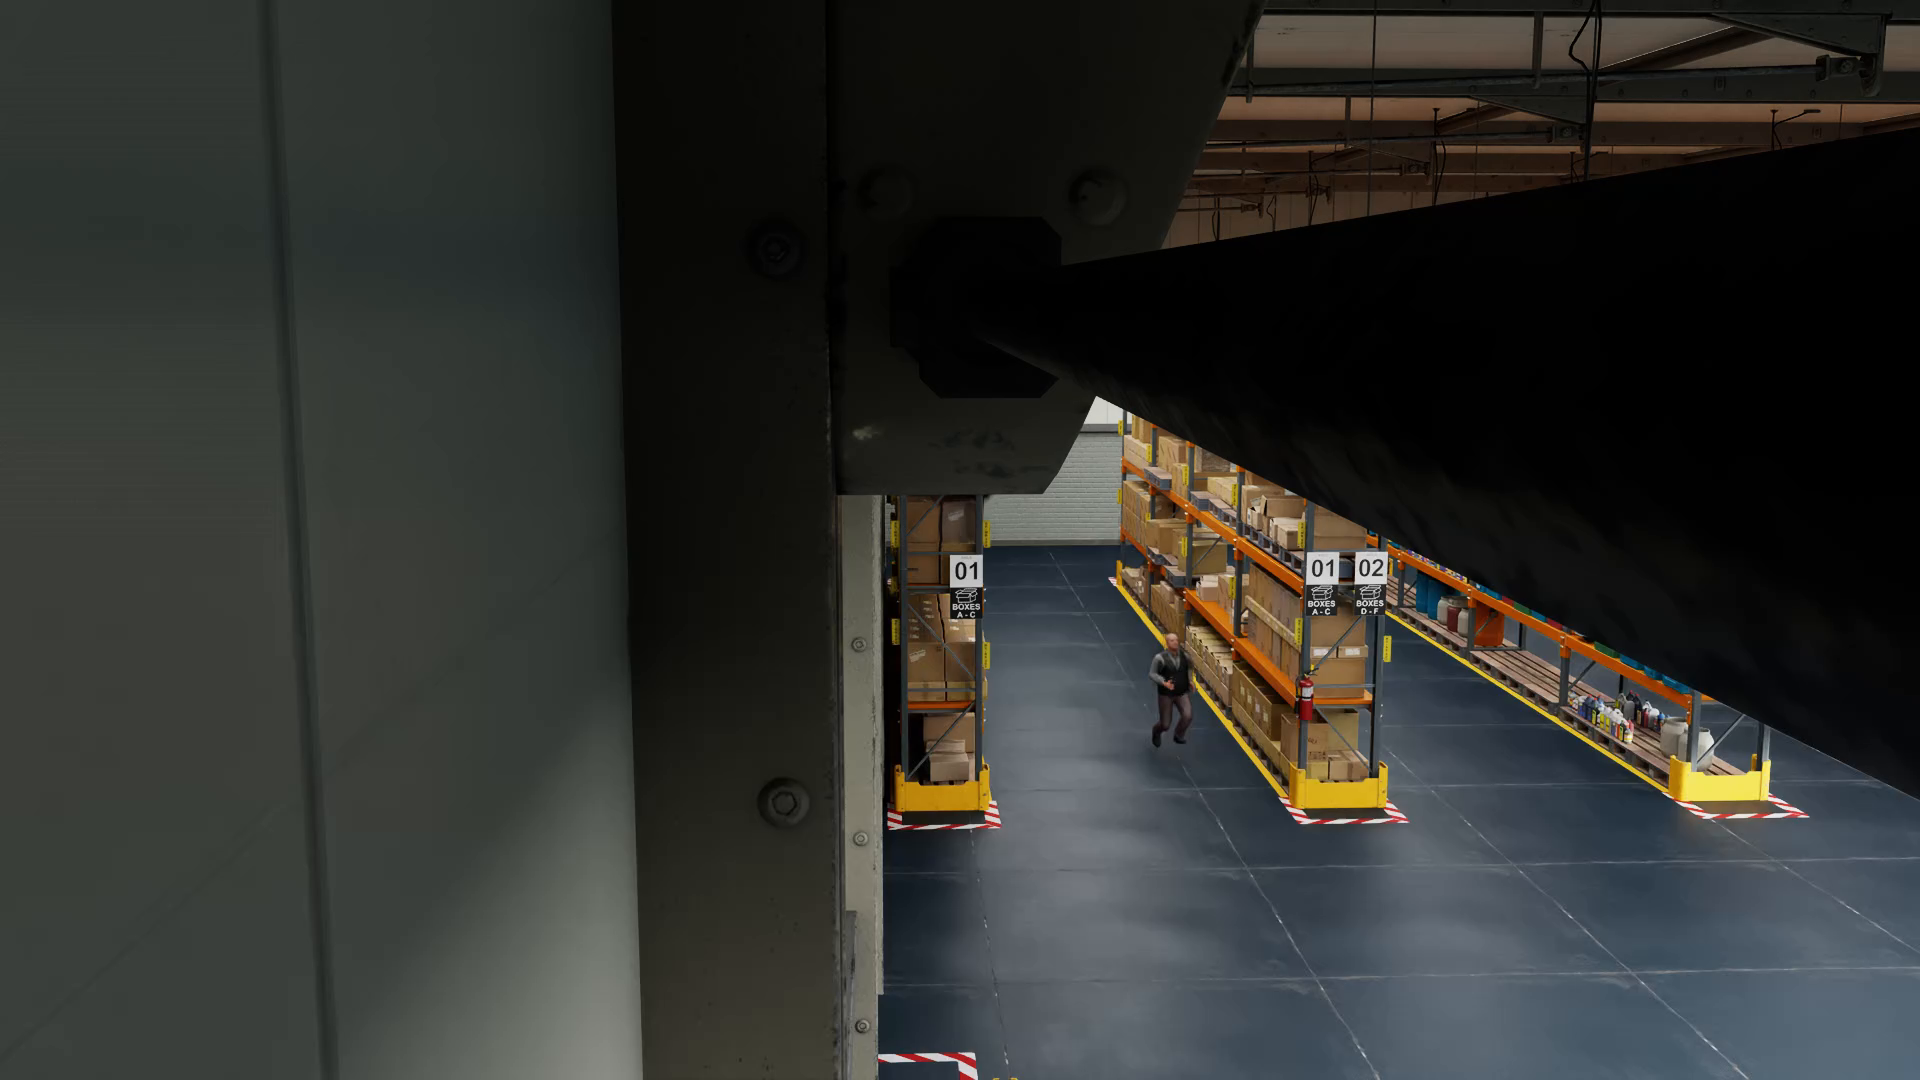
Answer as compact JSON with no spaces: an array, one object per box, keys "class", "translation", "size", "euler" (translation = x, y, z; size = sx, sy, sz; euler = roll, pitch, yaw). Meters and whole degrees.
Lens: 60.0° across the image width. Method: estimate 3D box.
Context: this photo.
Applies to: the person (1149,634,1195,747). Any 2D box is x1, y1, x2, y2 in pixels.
[{"class":"person","translation":[2.904,2.081,22.591],"size":[0.669,1.631,0.834],"euler":[-2,9,-15]}]
